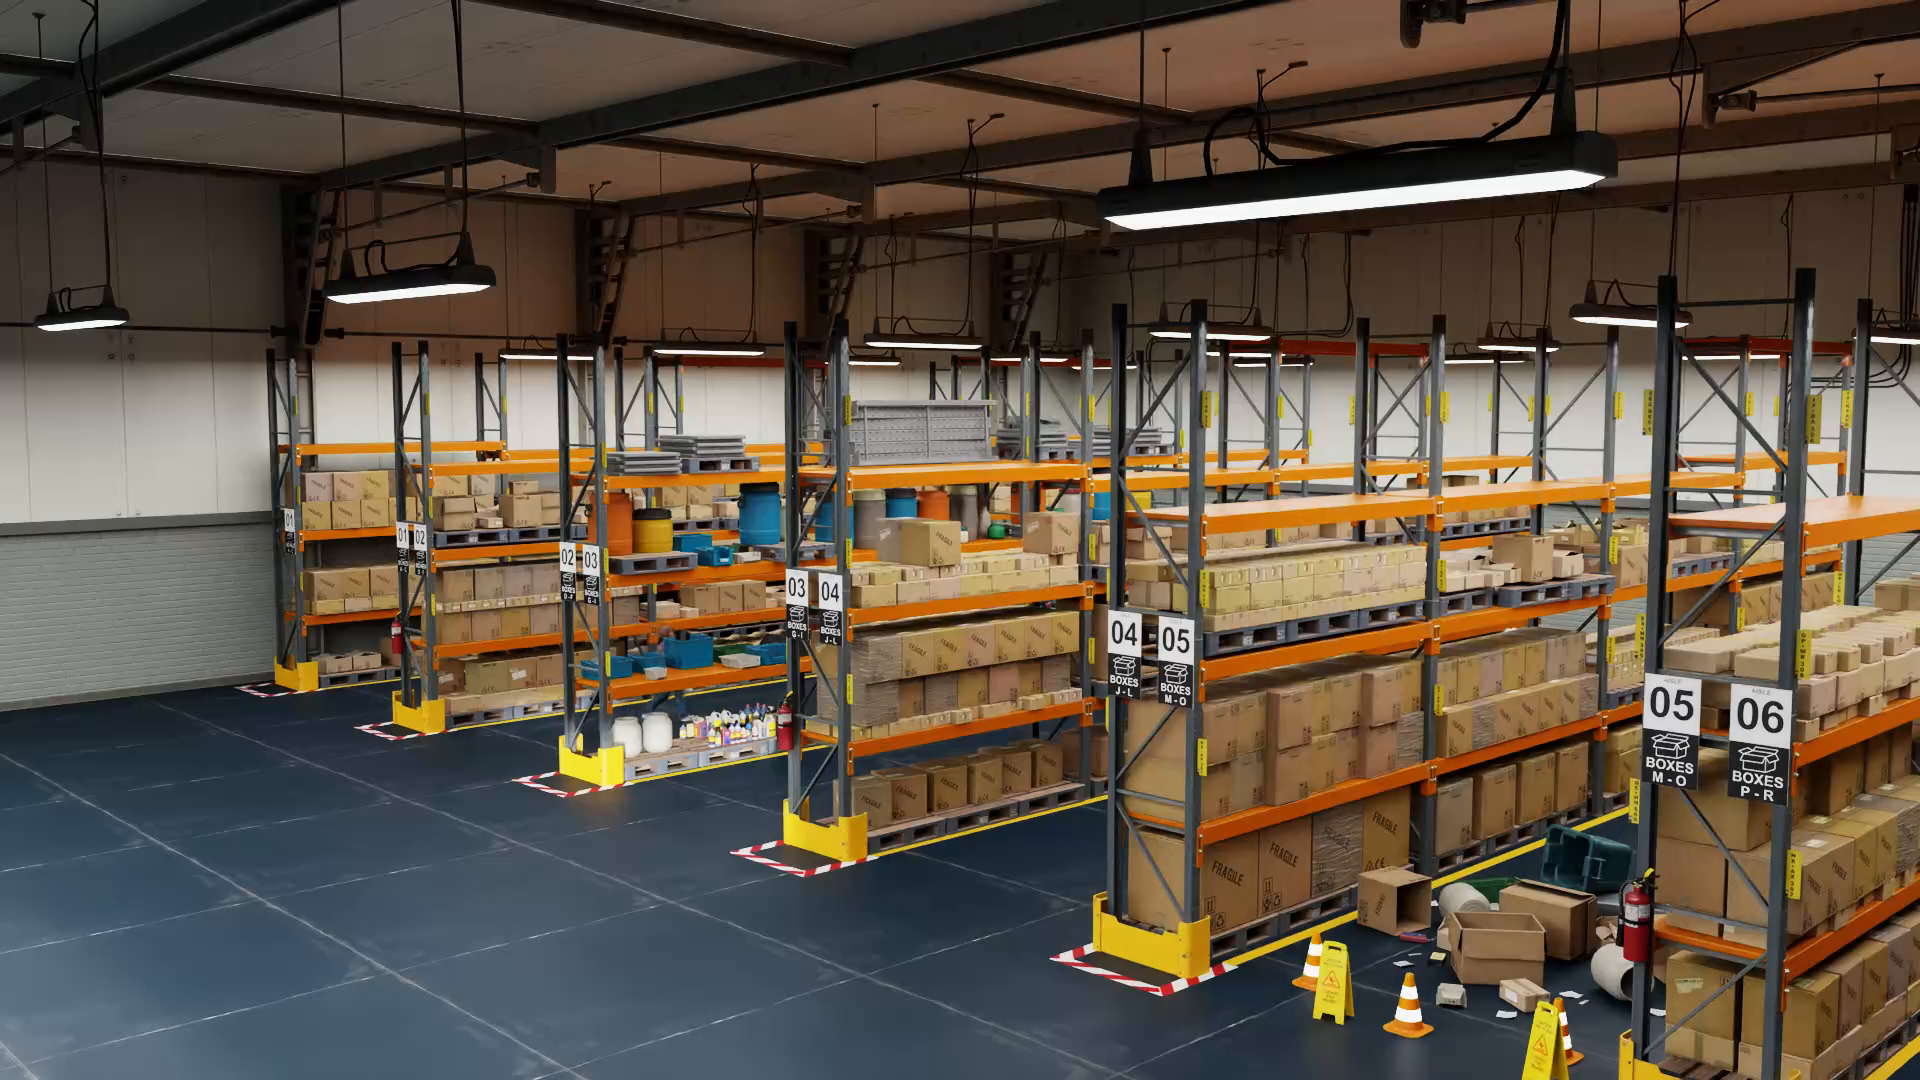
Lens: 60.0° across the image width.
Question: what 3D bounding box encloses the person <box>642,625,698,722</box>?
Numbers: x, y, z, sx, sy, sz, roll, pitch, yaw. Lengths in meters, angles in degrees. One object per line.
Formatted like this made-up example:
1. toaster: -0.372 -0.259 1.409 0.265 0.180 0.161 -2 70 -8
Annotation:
1. person: -4.580 2.112 26.181 0.876 1.556 0.436 -1 5 -10

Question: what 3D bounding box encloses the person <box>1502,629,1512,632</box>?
1. person: 8.116 2.183 24.603 0.983 1.757 0.502 -4 7 -41
